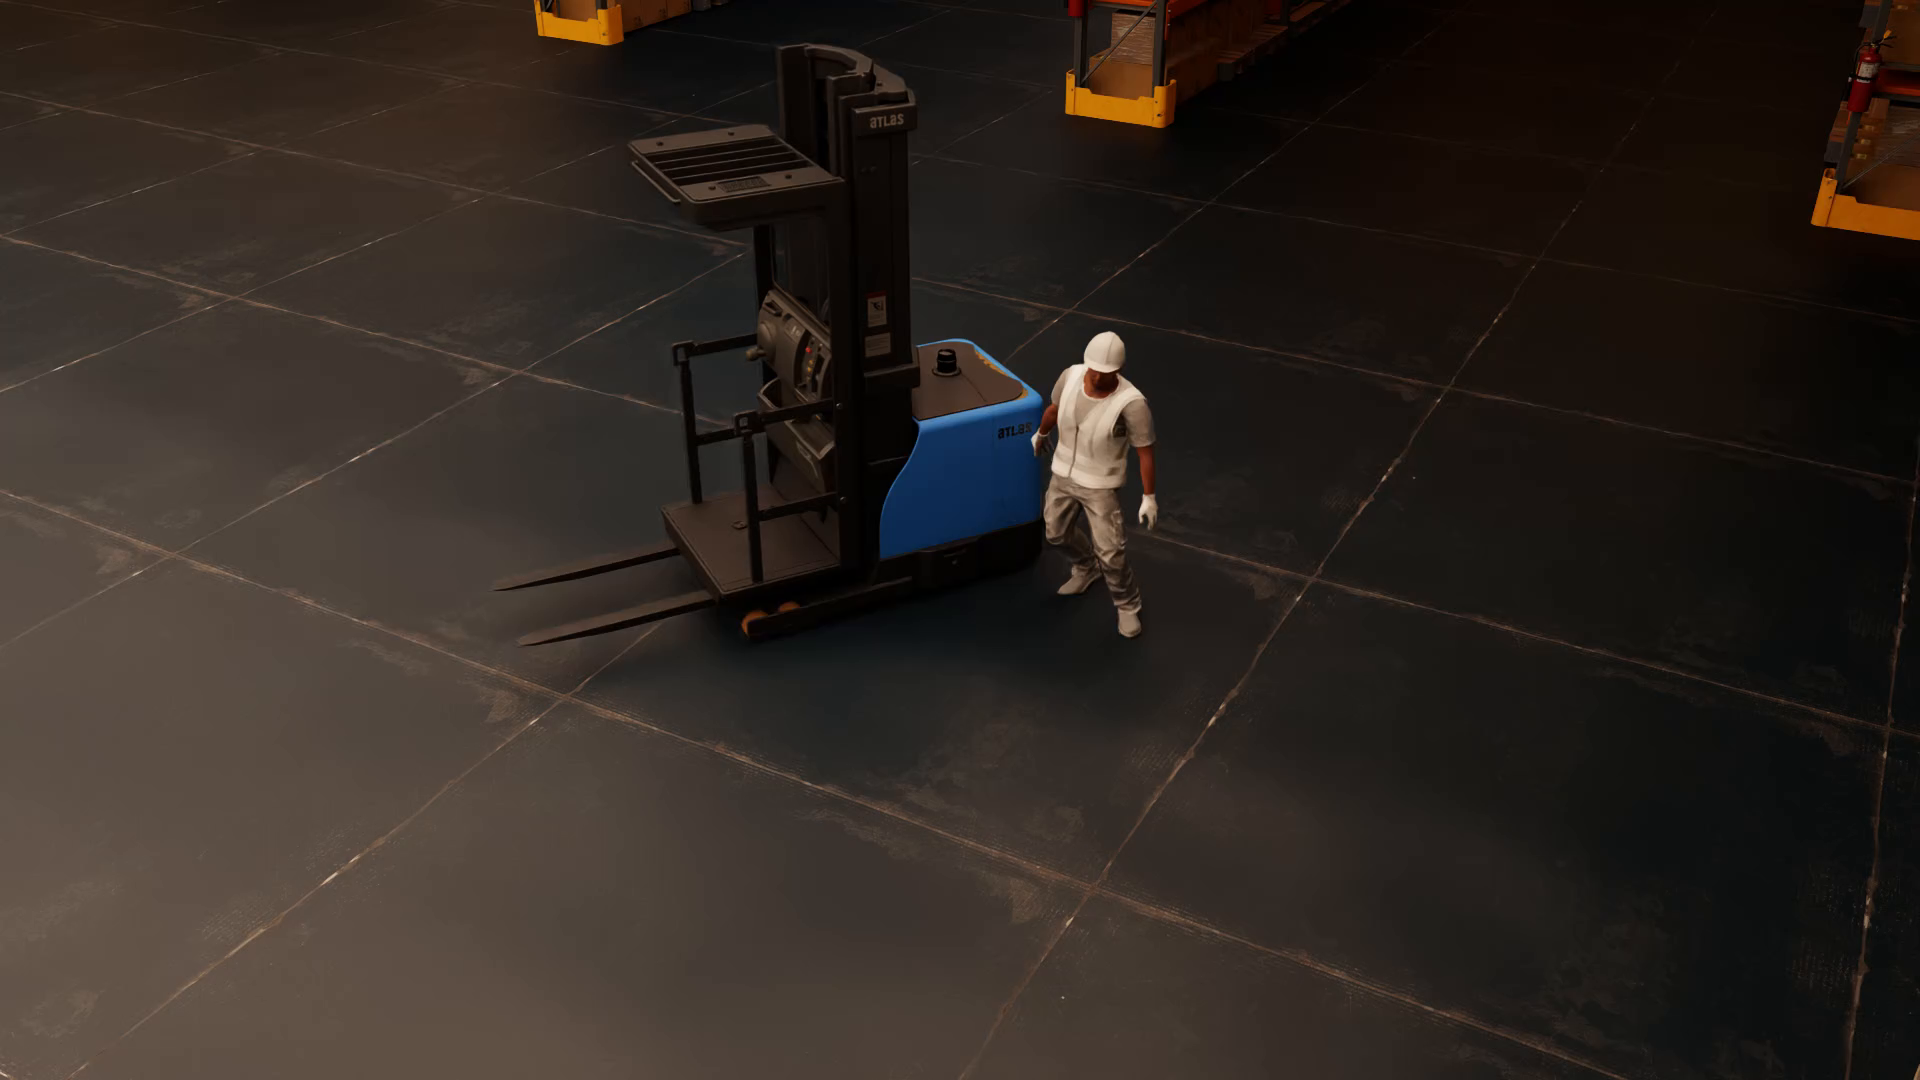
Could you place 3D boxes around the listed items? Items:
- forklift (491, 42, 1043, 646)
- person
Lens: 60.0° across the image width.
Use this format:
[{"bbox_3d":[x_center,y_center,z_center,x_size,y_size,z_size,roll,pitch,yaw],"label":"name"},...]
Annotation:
[{"bbox_3d":[-1.072,-1.020,8.838,3.031,2.935,1.130,-14,33,-23],"label":"forklift"},{"bbox_3d":[0.707,-0.379,8.985,0.891,1.730,0.502,26,39,37],"label":"person"}]
